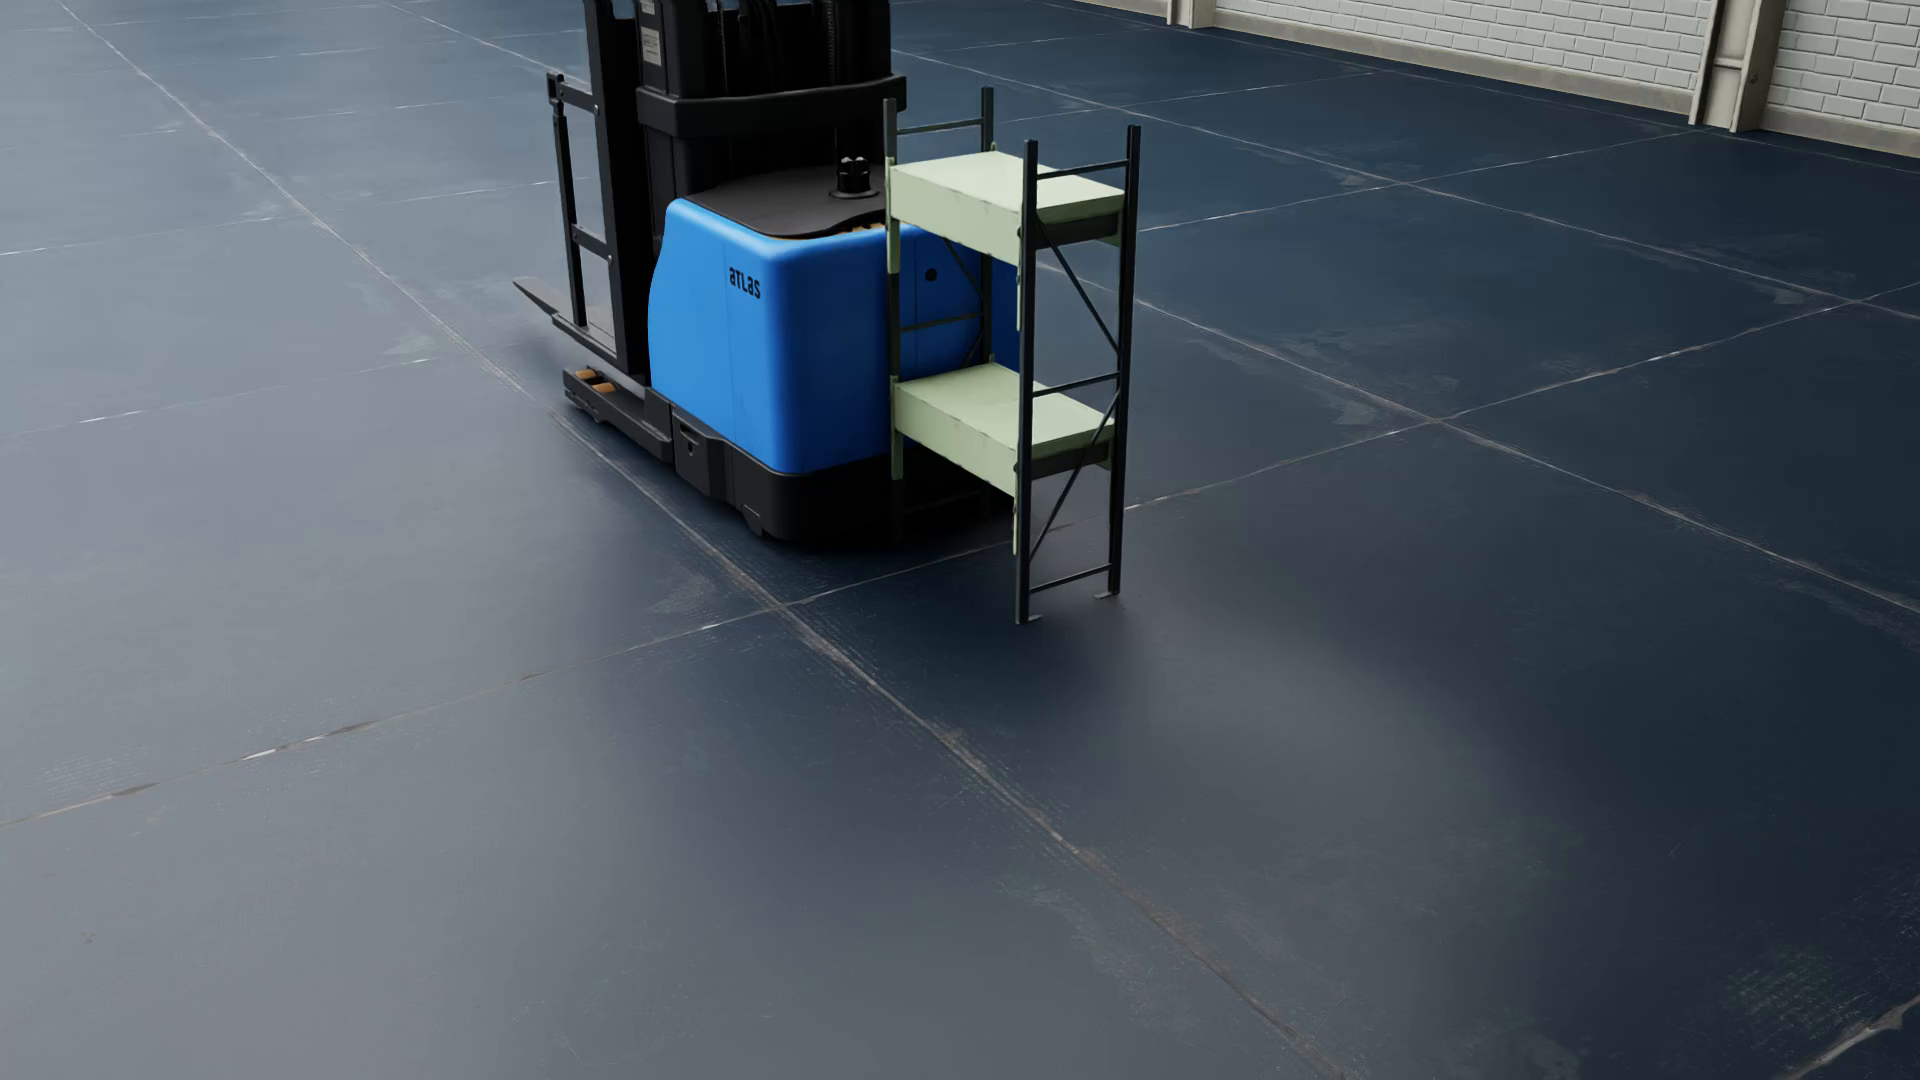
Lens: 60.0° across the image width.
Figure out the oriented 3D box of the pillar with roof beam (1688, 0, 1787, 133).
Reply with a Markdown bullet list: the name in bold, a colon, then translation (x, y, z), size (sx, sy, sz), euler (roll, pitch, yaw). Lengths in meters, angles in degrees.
- **pillar with roof beam**: translation (1.990, -6.099, 8.129), size (9.100, 9.000, 0.400), euler (-16, 29, -30)

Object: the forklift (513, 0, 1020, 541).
- **forklift**: translation (-0.984, -1.898, 6.338), size (1.130, 2.935, 3.031), euler (-16, 30, -30)

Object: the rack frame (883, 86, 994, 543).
- **rack frame**: translation (-0.064, -0.720, 5.518), size (0.400, 1.500, 0.023), euler (-16, 30, -30)

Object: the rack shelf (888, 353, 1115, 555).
- **rack shelf**: translation (0.140, -0.296, 5.383), size (0.431, 0.370, 0.720), euler (-16, 30, -30)

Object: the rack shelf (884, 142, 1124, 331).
- **rack shelf**: translation (0.140, -0.943, 5.077), size (0.431, 0.370, 0.720), euler (-16, 30, -30)

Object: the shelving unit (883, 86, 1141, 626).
- **shelving unit**: translation (0.140, -0.590, 5.244), size (0.431, 1.500, 0.755), euler (-16, 30, -30)

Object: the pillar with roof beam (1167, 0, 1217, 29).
- **pillar with roof beam**: translation (-1.286, -8.245, 12.675), size (9.100, 9.000, 0.400), euler (-16, 29, -30)

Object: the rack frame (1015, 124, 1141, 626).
- **rack frame**: translation (0.345, -0.461, 4.969), size (0.400, 1.500, 0.023), euler (-16, 30, -30)
